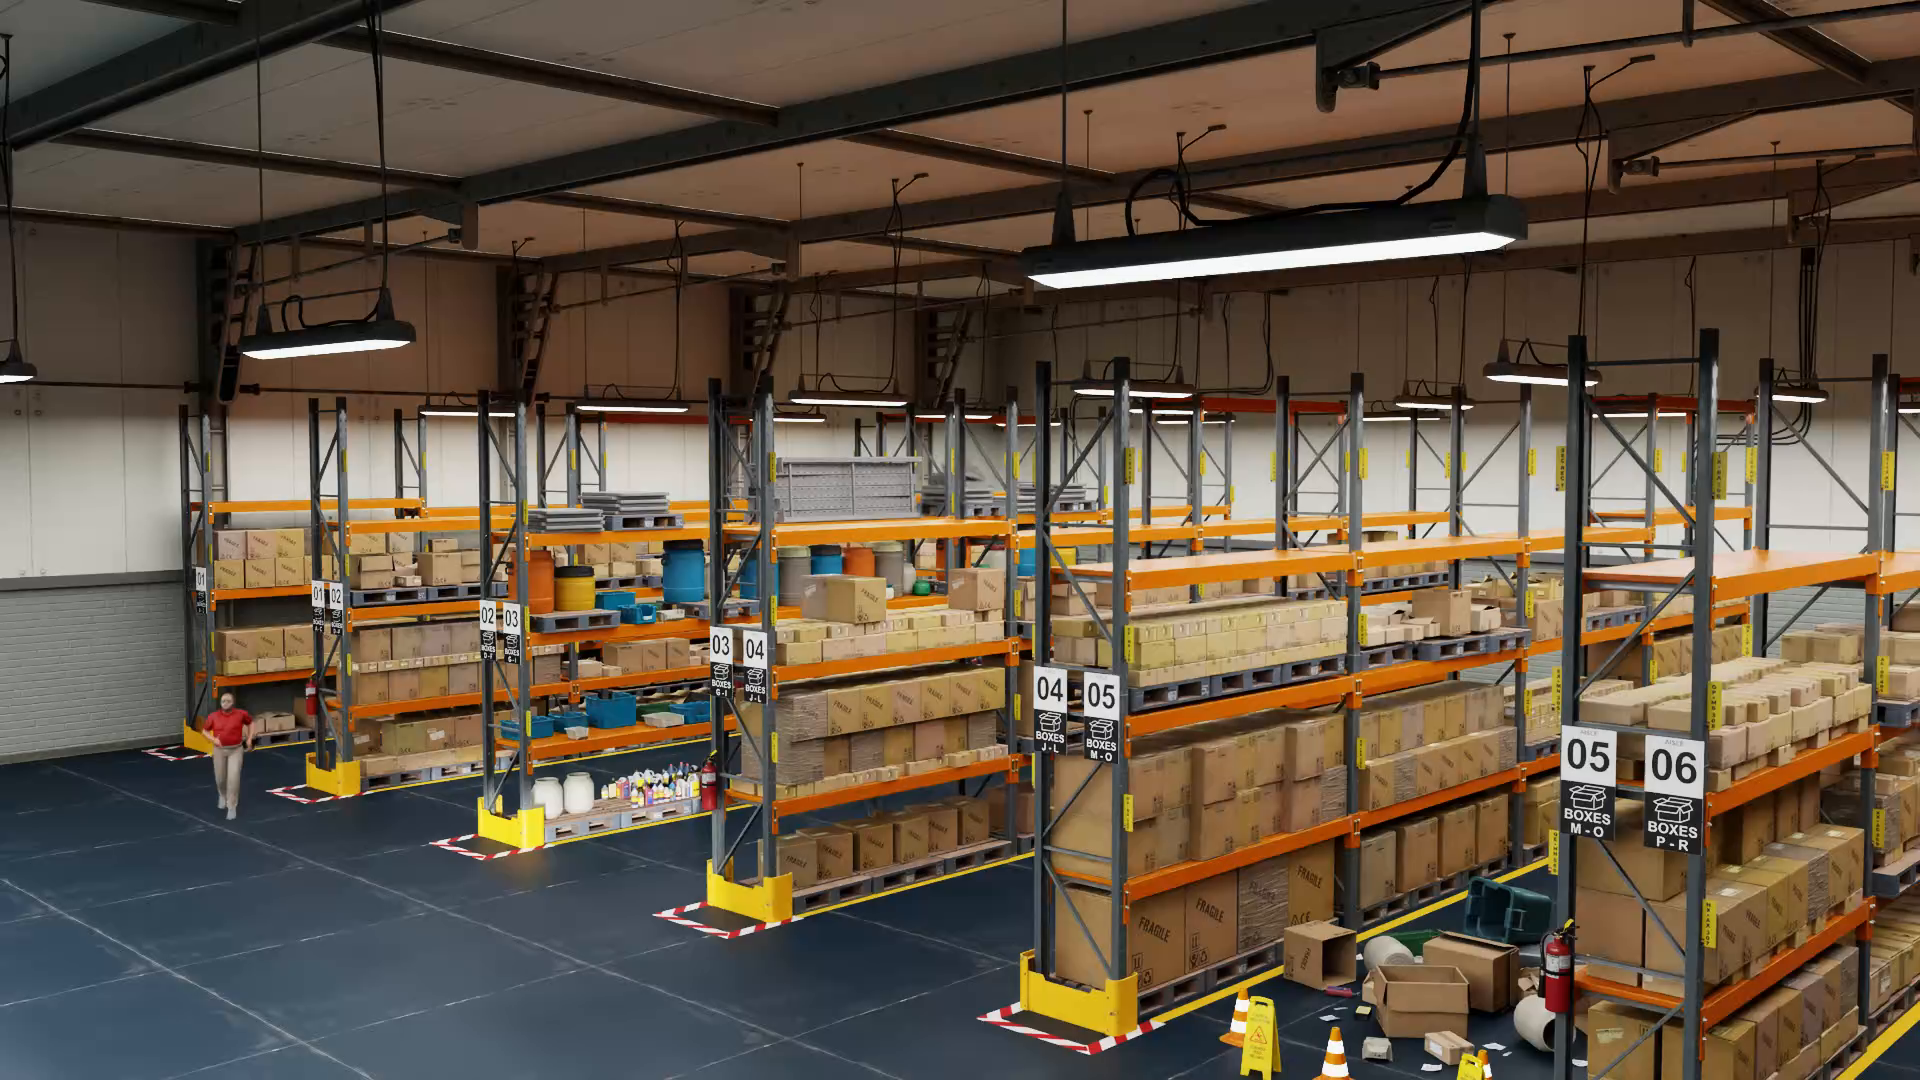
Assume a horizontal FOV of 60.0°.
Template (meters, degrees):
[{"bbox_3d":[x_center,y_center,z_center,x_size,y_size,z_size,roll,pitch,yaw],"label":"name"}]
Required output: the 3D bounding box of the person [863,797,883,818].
[{"bbox_3d":[-1.294,3.076,23.029,0.681,1.746,0.621,2,4,35],"label":"person"}]

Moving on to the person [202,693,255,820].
[{"bbox_3d":[-10.449,3.056,23.761,0.686,1.757,0.869,-1,3,-19],"label":"person"}]
